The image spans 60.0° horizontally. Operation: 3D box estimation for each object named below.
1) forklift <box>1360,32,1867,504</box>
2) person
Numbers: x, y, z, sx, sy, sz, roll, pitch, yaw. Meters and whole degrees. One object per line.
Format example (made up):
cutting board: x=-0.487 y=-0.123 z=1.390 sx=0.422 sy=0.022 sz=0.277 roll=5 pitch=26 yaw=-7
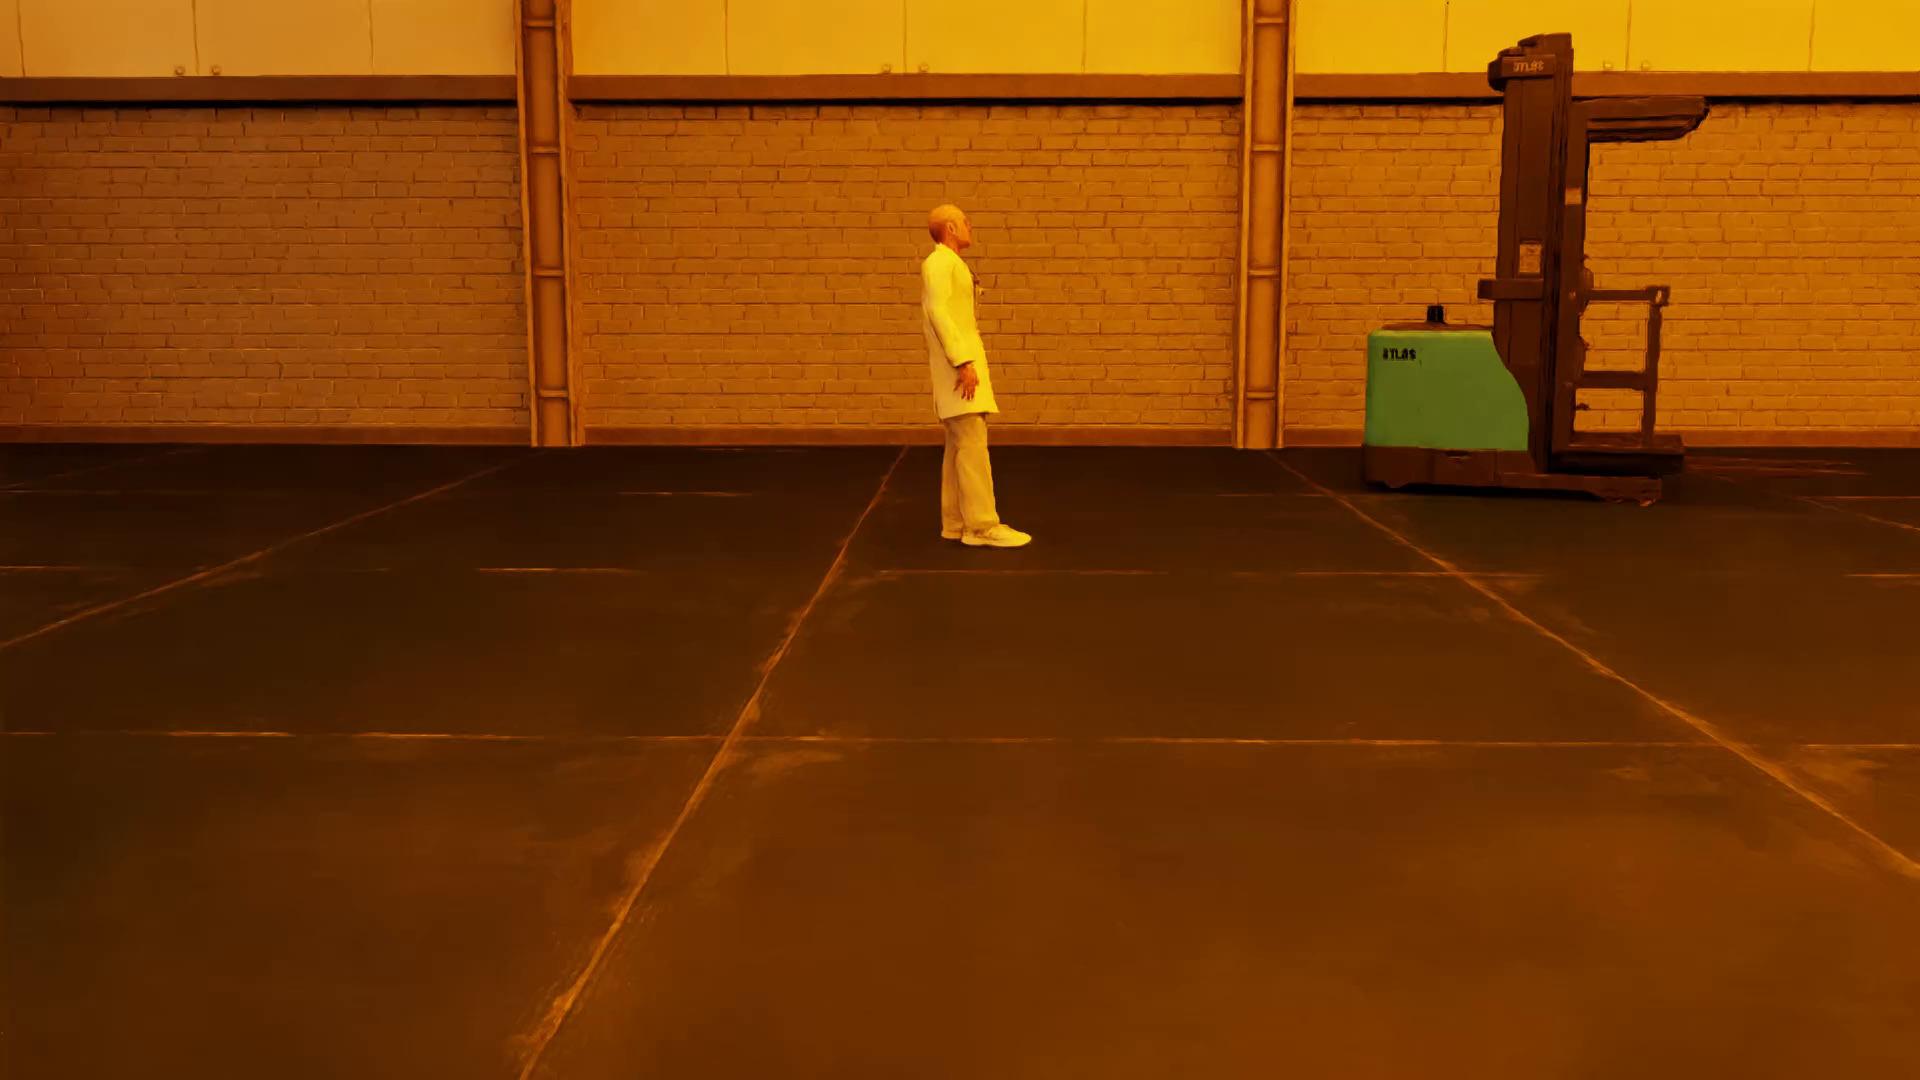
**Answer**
forklift: x=4.268 y=-1.766 z=10.855 sx=3.031 sy=2.935 sz=1.130 roll=3 pitch=9 yaw=21
person: x=0.091 y=-0.885 z=8.860 sx=0.579 sy=1.776 sz=0.694 roll=0 pitch=9 yaw=1
